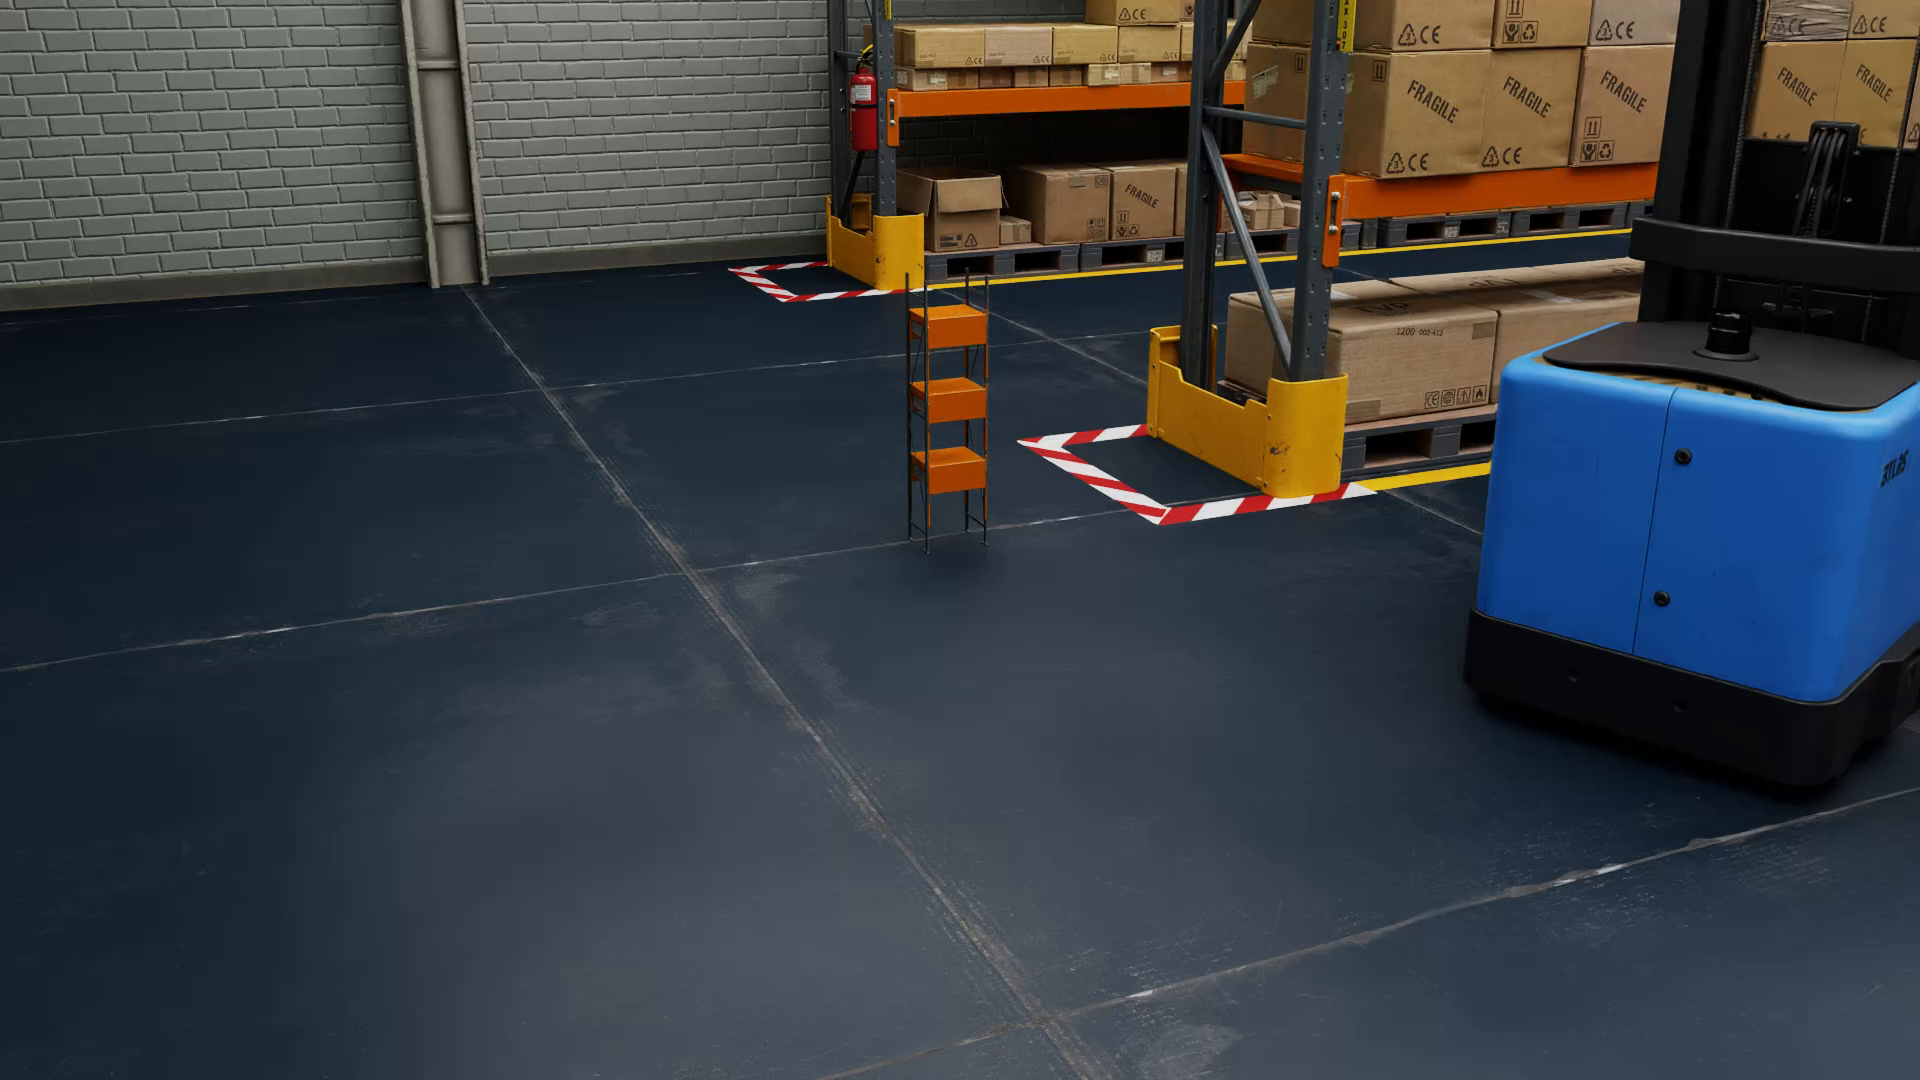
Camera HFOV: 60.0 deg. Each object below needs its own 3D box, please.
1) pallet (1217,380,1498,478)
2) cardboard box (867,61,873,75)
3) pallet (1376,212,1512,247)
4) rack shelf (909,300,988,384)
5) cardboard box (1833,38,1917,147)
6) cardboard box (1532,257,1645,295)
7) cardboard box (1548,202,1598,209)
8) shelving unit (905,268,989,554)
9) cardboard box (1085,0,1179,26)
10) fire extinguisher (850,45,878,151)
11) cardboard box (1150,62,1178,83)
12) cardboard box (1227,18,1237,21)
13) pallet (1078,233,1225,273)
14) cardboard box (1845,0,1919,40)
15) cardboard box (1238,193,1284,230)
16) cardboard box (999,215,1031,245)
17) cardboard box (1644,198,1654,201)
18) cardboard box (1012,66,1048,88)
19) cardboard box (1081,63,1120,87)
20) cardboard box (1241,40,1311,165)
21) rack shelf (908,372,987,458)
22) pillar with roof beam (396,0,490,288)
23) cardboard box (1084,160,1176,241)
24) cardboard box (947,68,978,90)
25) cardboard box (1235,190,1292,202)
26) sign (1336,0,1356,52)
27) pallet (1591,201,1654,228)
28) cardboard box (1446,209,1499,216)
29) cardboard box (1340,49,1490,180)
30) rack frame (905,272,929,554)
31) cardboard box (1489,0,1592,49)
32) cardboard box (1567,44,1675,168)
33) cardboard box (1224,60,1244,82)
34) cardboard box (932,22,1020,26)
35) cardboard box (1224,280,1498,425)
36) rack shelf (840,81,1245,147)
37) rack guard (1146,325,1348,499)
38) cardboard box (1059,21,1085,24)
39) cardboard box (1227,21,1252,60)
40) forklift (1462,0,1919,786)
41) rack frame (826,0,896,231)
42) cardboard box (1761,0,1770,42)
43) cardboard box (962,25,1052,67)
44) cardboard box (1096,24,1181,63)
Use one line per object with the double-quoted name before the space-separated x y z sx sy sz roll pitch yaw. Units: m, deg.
"pallet" 1.988 -0.600 7.907 1.213 0.211 1.003 -8 21 -22
"cardboard box" -0.486 -3.306 11.773 0.250 0.149 0.380 -8 21 -23
"pallet" 3.720 -2.628 13.670 1.213 0.211 1.003 -8 21 -22
"rack shelf" -0.049 -0.746 6.237 0.240 0.259 0.215 -8 21 -22
"cardboard box" 4.163 -2.151 7.964 0.500 0.500 0.500 -9 21 -23
"cardboard box" 3.517 -1.134 8.451 0.875 0.438 0.875 -9 21 -24
"cardboard box" 4.945 -3.043 13.779 0.500 0.500 0.500 -9 21 -24
"shelving unit" -0.049 -0.488 6.328 0.252 1.050 0.215 -8 21 -22
"cardboard box" 1.216 -3.897 11.723 0.500 0.500 0.500 -8 21 -21
"fire extinguisher" -0.636 -2.926 10.995 0.183 0.674 0.296 -8 21 -22
"cardboard box" 1.372 -3.390 12.012 0.250 0.149 0.380 -8 21 -22
"cardboard box" 1.969 -3.844 12.701 0.500 0.250 0.500 -8 21 -22
"pallet" 1.236 -2.258 12.618 1.213 0.211 1.003 -8 21 -22
"cardboard box" 4.165 -2.620 7.791 0.500 0.500 0.500 -8 21 -23
"cardboard box" 2.265 -2.524 12.658 0.258 0.266 0.396 -7 21 -20
"cardboard box" 0.320 -2.248 12.050 0.250 0.149 0.380 -9 21 -24
"cardboard box" 5.894 -3.187 14.188 0.500 0.500 0.500 -8 21 -23
"cardboard box" 0.425 -3.247 11.607 0.250 0.149 0.380 -7 21 -20
"cardboard box" 0.929 -3.294 11.740 0.250 0.149 0.380 -9 21 -23
"cardboard box" 1.623 -1.977 7.470 0.500 0.500 0.500 -8 21 -22
"rack shelf" -0.049 -0.478 6.331 0.240 0.259 0.215 -8 21 -22
"pillar with roof beam" -1.812 -4.736 6.424 0.400 9.000 9.100 -8 21 -22
"cardboard box" 1.240 -2.509 12.264 0.500 0.500 0.500 -8 21 -21
"cardboard box" -0.059 -3.188 11.437 0.250 0.149 0.380 -8 21 -21
"cardboard box" 2.288 -2.740 13.204 0.500 0.311 0.500 -7 21 -20
"sign" 1.500 -2.062 6.438 0.005 0.325 0.100 -8 21 -22
"pallet" 5.961 -2.949 14.581 1.213 0.211 1.003 -8 21 -22
"cardboard box" 4.007 -2.912 13.408 0.500 0.500 0.500 -8 21 -23
"cardboard box" 1.840 -1.809 6.992 0.500 0.500 0.500 -8 21 -22
"rack frame" -0.161 -0.472 6.282 0.008 1.050 0.200 -8 21 -22
"cardboard box" 2.310 -2.351 7.027 0.500 0.500 0.500 -9 21 -23
"cardboard box" 2.767 -1.945 7.379 0.500 0.500 0.500 -8 21 -22
"cardboard box" 1.861 -3.437 12.145 0.250 0.149 0.380 -8 21 -23
"cardboard box" 0.107 -3.578 11.944 0.500 0.250 0.500 -8 21 -22
"cardboard box" 1.852 -0.893 7.767 0.875 0.438 0.875 -9 21 -24
"rack shelf" 1.152 -3.223 12.242 4.000 0.370 1.077 -8 21 -22
"rack guard" 1.263 -0.604 7.484 0.348 0.500 1.175 -8 21 -22
"cardboard box" 1.044 -3.710 12.320 0.500 0.250 0.500 -8 21 -22
"cardboard box" 2.163 -3.683 12.244 0.500 0.250 0.500 -8 21 -22
"forklift" 2.912 -1.129 5.314 1.130 2.935 3.031 17 26 40
"rack frame" -0.684 -3.299 11.375 0.127 3.000 1.000 -8 21 -22
"cardboard box" 3.238 -2.487 7.413 0.500 0.500 0.500 -8 21 -22
"cardboard box" 0.302 -3.413 11.475 0.500 0.250 0.500 -8 21 -21
"cardboard box" 1.227 -3.554 11.877 0.500 0.250 0.500 -9 21 -23
